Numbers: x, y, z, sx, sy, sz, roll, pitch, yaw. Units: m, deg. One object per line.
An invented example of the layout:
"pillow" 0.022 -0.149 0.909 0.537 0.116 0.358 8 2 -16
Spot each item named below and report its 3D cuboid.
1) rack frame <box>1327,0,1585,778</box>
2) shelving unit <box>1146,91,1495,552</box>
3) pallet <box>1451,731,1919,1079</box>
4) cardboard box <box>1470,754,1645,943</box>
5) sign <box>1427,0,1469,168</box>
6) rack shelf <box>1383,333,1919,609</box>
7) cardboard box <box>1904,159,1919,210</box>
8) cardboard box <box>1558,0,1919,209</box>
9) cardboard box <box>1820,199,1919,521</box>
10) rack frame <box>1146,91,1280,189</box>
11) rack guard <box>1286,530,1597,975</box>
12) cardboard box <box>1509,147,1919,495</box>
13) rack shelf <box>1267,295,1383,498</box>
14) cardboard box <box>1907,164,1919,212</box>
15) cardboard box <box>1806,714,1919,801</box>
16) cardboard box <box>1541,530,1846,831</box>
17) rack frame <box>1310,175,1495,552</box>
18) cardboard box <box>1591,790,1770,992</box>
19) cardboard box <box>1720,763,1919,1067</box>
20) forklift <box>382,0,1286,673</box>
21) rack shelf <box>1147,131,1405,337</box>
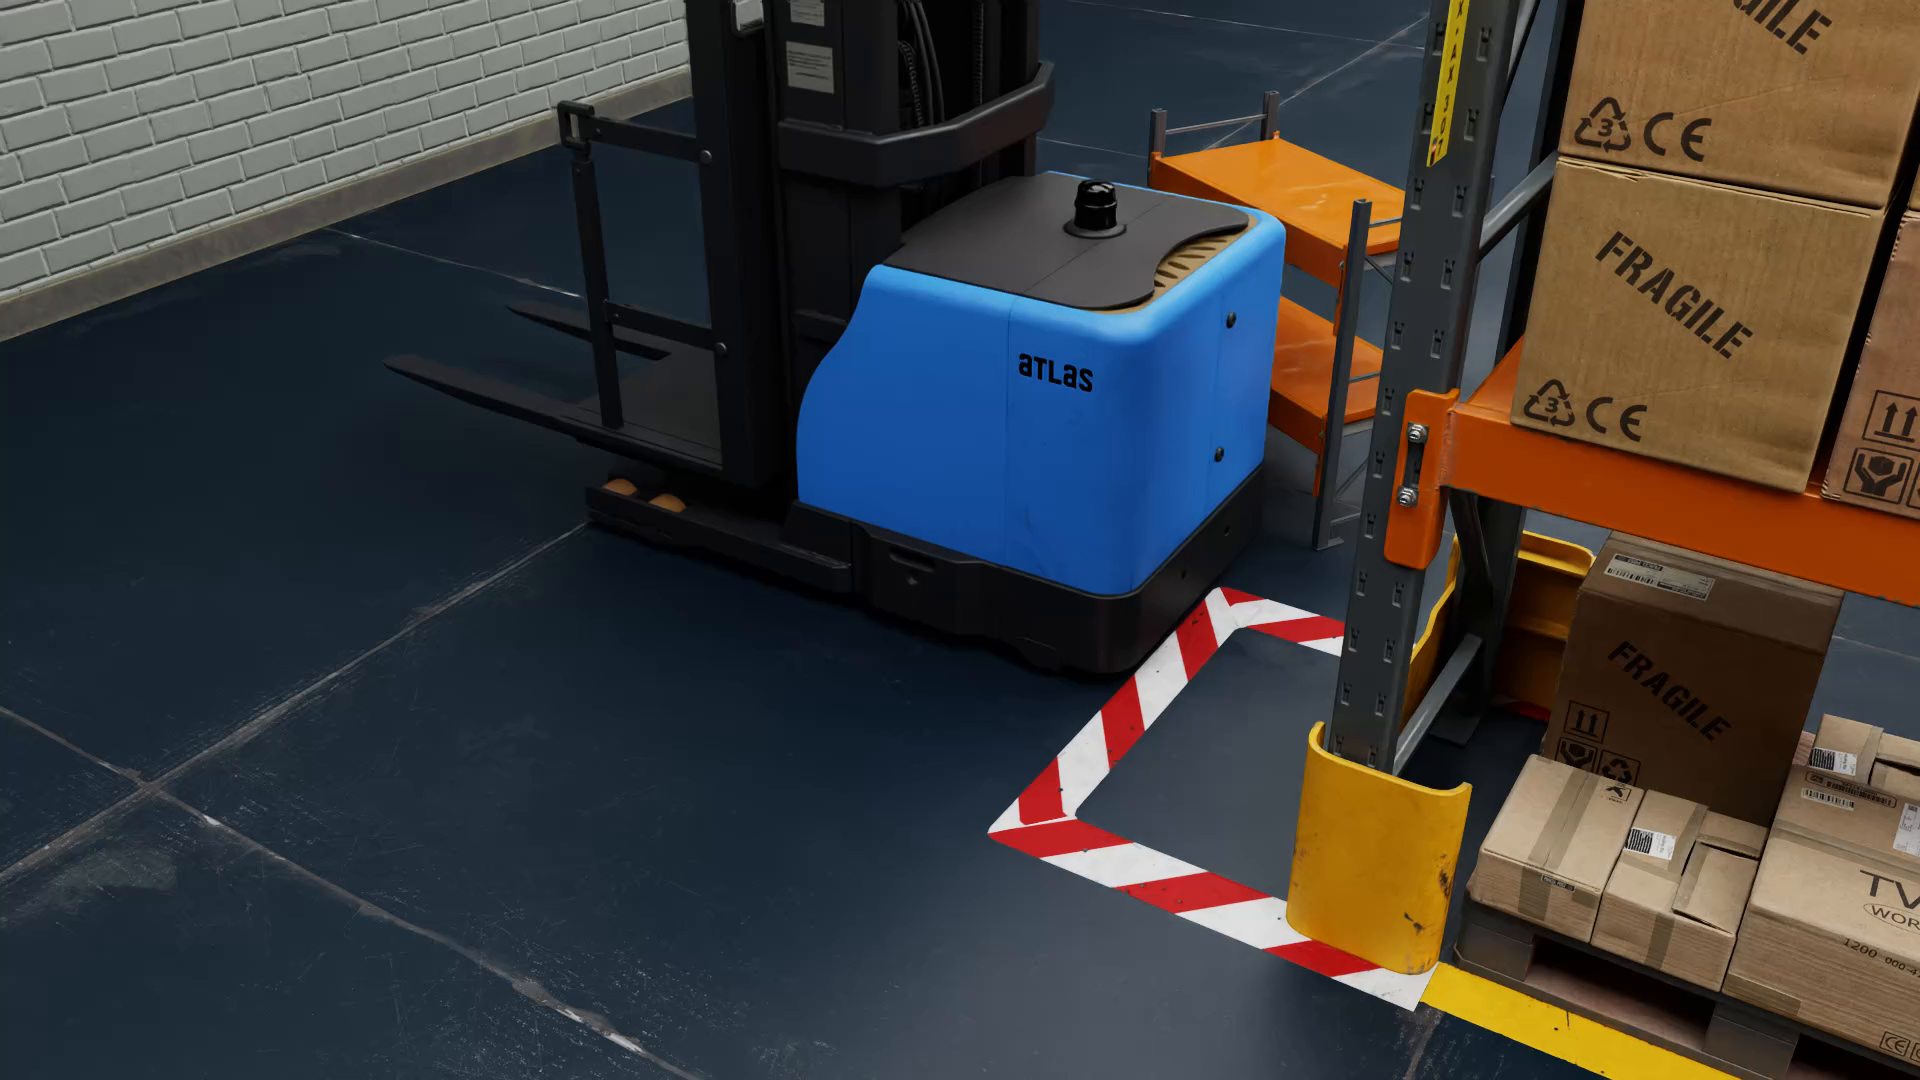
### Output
"rack frame" 1.107 -0.650 3.388 0.127 3.000 1.000 18 35 27
"shelving unit" 1.088 -0.742 5.405 0.538 1.125 1.048 -15 33 -24
"pallet" 1.847 0.788 3.690 1.213 0.211 1.003 18 35 27
"cardboard box" 1.279 0.650 3.551 0.250 0.149 0.380 18 35 27
"sign" 0.819 -0.792 2.772 0.005 0.325 0.100 18 35 27
"rack shelf" 2.801 0.196 2.651 4.000 0.370 1.077 18 35 27
"cardboard box" 1.631 -0.690 3.356 0.500 0.500 0.500 19 35 29
"cardboard box" 1.343 -0.894 2.714 0.500 0.500 0.500 19 35 29
"cardboard box" 1.783 -0.326 2.733 0.500 0.500 0.500 17 34 27
"rack frame" 0.849 -0.968 5.793 0.500 1.125 0.032 -15 33 -24
"rack guard" 1.172 0.450 3.983 0.348 0.500 1.175 18 35 27
"cardboard box" 1.343 -0.462 2.966 0.500 0.500 0.500 18 35 28
"rack shelf" 1.088 -0.530 5.528 0.538 0.278 1.000 -15 33 -24
"cardboard box" 1.790 -0.757 2.479 0.500 0.500 0.500 18 35 28
"cardboard box" 1.994 0.571 3.669 0.250 0.166 0.380 18 35 27
"cardboard box" 1.699 0.280 3.837 0.500 0.500 0.500 18 35 27
"rack frame" 1.326 -0.515 5.017 0.500 1.125 0.032 -15 33 -24
"cardboard box" 1.491 0.709 3.432 0.250 0.166 0.380 18 35 27
"cardboard box" 1.841 0.748 3.283 0.500 0.250 0.500 18 35 27
"forklift" -0.586 -1.448 4.823 3.031 2.935 1.130 17 34 27
"rack shelf" 1.088 -0.994 5.257 0.538 0.278 1.000 -15 33 -24
